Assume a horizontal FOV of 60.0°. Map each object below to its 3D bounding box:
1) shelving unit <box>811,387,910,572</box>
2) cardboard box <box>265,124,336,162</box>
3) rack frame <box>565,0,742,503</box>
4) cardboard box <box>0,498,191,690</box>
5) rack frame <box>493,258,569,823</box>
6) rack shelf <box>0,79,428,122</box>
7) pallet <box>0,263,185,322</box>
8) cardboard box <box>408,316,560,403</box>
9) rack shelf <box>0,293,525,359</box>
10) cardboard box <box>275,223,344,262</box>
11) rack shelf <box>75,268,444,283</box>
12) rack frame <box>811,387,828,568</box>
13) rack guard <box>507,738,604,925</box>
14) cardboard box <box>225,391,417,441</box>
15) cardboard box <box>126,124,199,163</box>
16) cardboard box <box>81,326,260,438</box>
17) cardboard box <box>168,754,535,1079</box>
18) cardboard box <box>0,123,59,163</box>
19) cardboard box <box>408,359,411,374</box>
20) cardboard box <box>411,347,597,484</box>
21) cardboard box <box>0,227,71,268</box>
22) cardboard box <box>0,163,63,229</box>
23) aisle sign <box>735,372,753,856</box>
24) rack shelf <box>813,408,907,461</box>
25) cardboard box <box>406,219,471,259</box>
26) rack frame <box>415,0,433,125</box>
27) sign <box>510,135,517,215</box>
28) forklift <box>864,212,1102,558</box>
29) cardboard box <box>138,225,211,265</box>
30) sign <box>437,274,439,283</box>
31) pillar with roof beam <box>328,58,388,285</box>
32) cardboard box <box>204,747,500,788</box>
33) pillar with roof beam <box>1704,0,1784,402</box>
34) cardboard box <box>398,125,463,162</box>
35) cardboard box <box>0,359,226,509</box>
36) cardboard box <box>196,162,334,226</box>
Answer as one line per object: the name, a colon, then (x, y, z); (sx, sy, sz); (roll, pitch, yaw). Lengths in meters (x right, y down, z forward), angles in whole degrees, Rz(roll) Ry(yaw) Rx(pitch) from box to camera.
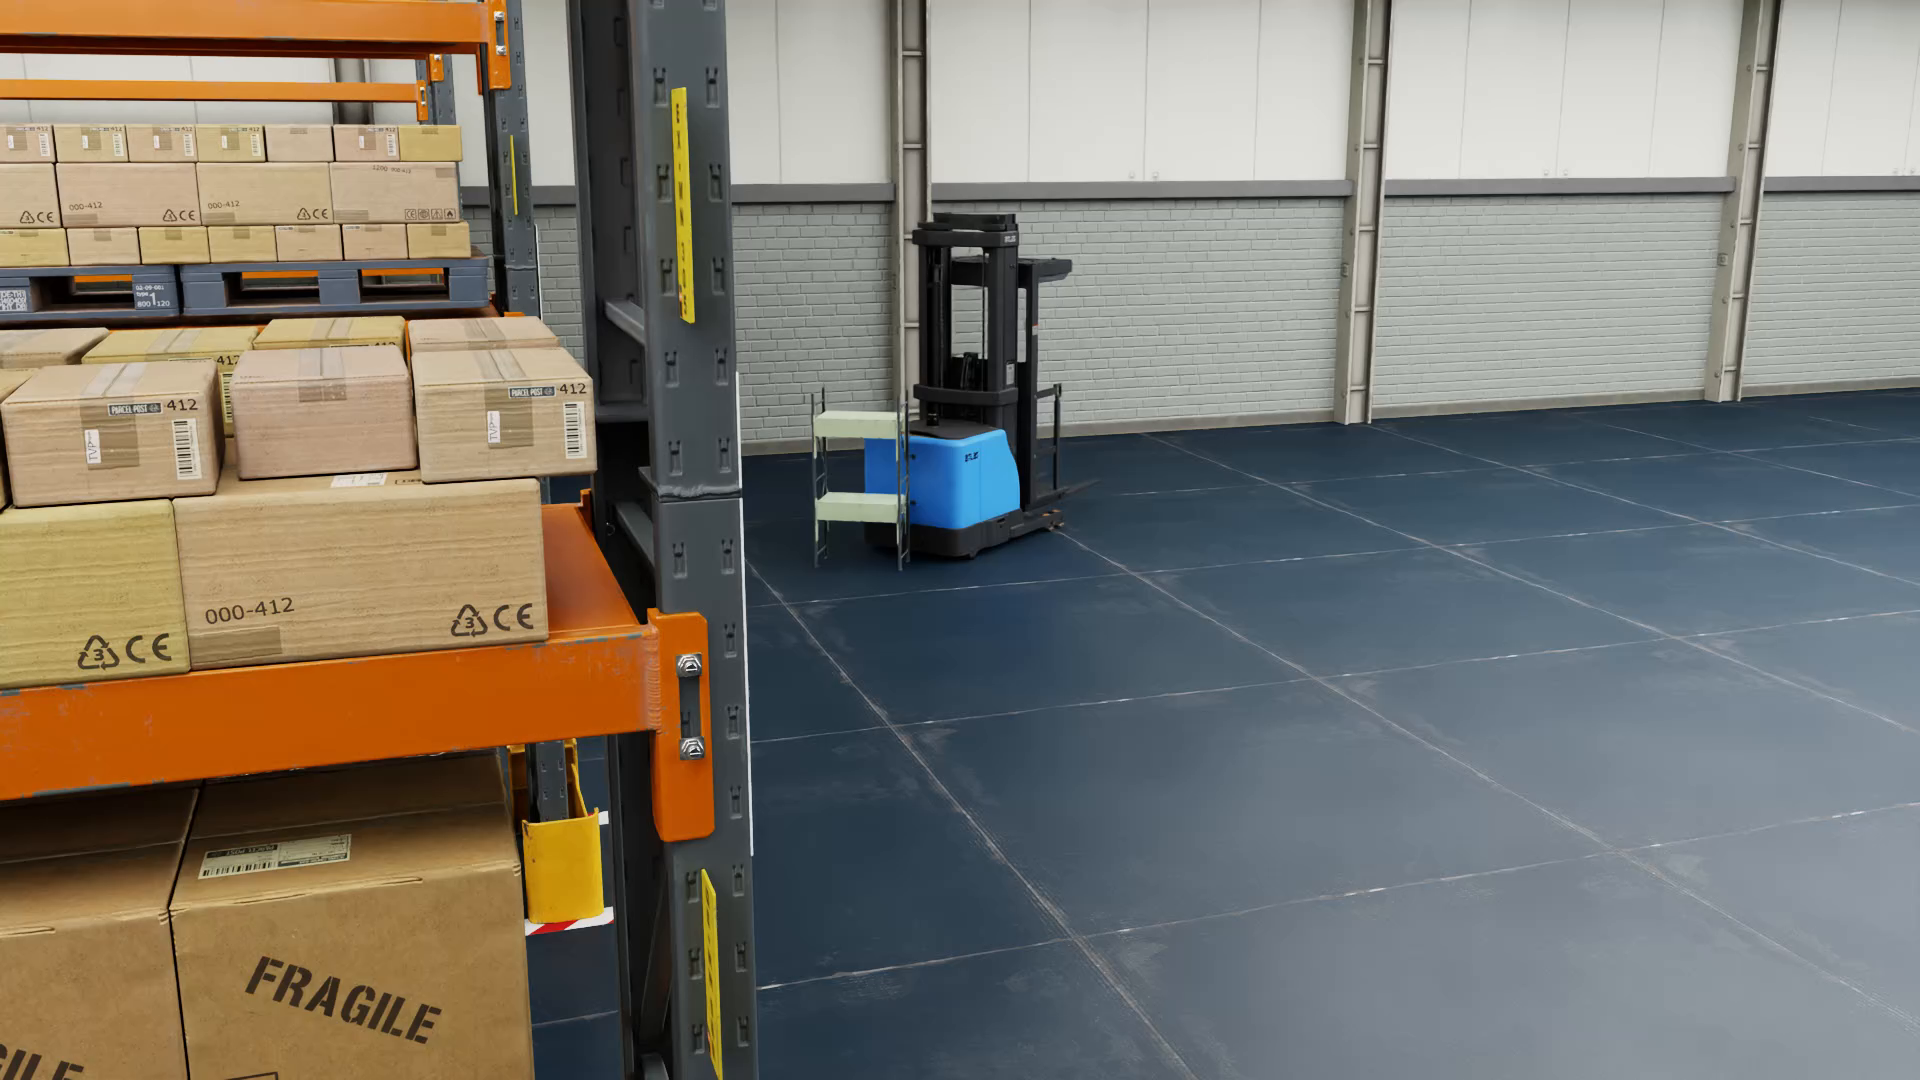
shelving unit: (-0.841, -0.520, 14.194); (0.755, 1.500, 0.431); (2, 14, 9)
cardboard box: (-2.732, -1.647, 6.908); (0.250, 0.149, 0.380); (-4, 14, -17)
rack frame: (-0.554, -1.629, 2.652); (0.127, 3.000, 1.000); (-4, 14, -18)
cardboard box: (-1.403, 0.032, 2.475); (0.500, 0.250, 0.500); (-4, 14, -18)
rack frame: (-2.041, 0.194, 7.951); (0.127, 3.000, 1.000); (-4, 14, -18)
rack shelf: (-7.197, -4.199, 15.874); (4.000, 0.370, 1.077); (-4, 14, -18)
pallet: (-3.899, -1.074, 6.992); (1.213, 0.211, 1.003); (-4, 14, -18)
cardboard box: (-0.889, -0.321, 3.098); (0.250, 0.149, 0.380); (-5, 14, -18)
rack shelf: (-3.936, -0.767, 7.067); (4.000, 0.370, 1.077); (-4, 14, -18)
cardboard box: (-2.730, -1.259, 7.000); (0.250, 0.149, 0.380); (-4, 14, -17)
rack shelf: (-5.611, -1.846, 11.600); (4.000, 0.370, 1.077); (-4, 14, -18)
rack frame: (-1.202, -0.534, 14.253); (0.023, 1.500, 0.400); (2, 14, 9)
rack guard: (-2.018, 1.409, 8.248); (0.348, 0.500, 1.175); (-4, 14, -18)
cardboard box: (-1.094, -0.118, 3.106); (0.500, 0.250, 0.500); (-4, 14, -16)
cardboard box: (-3.214, -1.610, 6.750); (0.250, 0.149, 0.380); (-4, 14, -18)
cardboard box: (-1.366, -0.278, 2.915); (0.250, 0.149, 0.380); (-5, 14, -19)
cardboard box: (-0.997, 0.705, 2.786); (0.500, 0.500, 0.500); (-4, 14, -18)
cardboard box: (-3.697, -1.572, 6.590); (0.250, 0.149, 0.380); (-4, 14, -18)
cardboard box: (-4.130, -1.478, 11.962); (0.500, 0.500, 0.700); (-5, 14, -19)
cardboard box: (-0.718, -0.202, 2.597); (0.250, 0.149, 0.380); (-4, 14, -18)
cardboard box: (-3.693, -1.184, 6.685); (0.250, 0.149, 0.380); (-4, 14, -17)
cardboard box: (-3.844, -1.382, 6.652); (0.500, 0.250, 0.500); (-4, 14, -18)
aisle sign: (-0.400, 0.086, 2.788); (0.004, 0.787, 0.394); (-4, 14, -18)
rack shelf: (-0.841, -0.899, 14.103); (0.720, 0.370, 0.431); (2, 14, 9)
cardboard box: (-2.248, -1.297, 7.157); (0.250, 0.149, 0.380); (-4, 14, -18)
rack frame: (-5.302, -4.891, 16.365); (0.127, 3.000, 1.000); (-4, 14, -18)
sign: (-1.881, -1.537, 7.006); (0.005, 0.325, 0.100); (-4, 14, -18)
forklift: (0.350, -1.565, 15.495); (1.130, 2.935, 3.031); (8, 16, 31)
cardboard box: (-3.213, -1.222, 6.841); (0.250, 0.149, 0.380); (-5, 14, -19)
sign: (-5.142, -2.531, 16.394); (0.005, 0.325, 0.100); (-4, 14, -18)
pillar with roof beam: (-4.876, -4.093, 13.011); (0.400, 9.000, 9.100); (-4, 14, -18)
cardboard box: (-1.163, 0.591, 3.265); (0.500, 0.500, 0.500); (-4, 14, -18)
pillar with roof beam: (12.184, -5.421, 18.596); (0.400, 9.000, 9.100); (-4, 14, -18)
cardboard box: (-2.252, -1.684, 7.063); (0.250, 0.149, 0.380); (-4, 14, -18)
cardboard box: (-1.227, -0.164, 2.438); (0.250, 0.149, 0.380); (-5, 14, -21)
cardboard box: (-2.890, -1.456, 6.963); (0.500, 0.250, 0.500); (-4, 14, -18)
